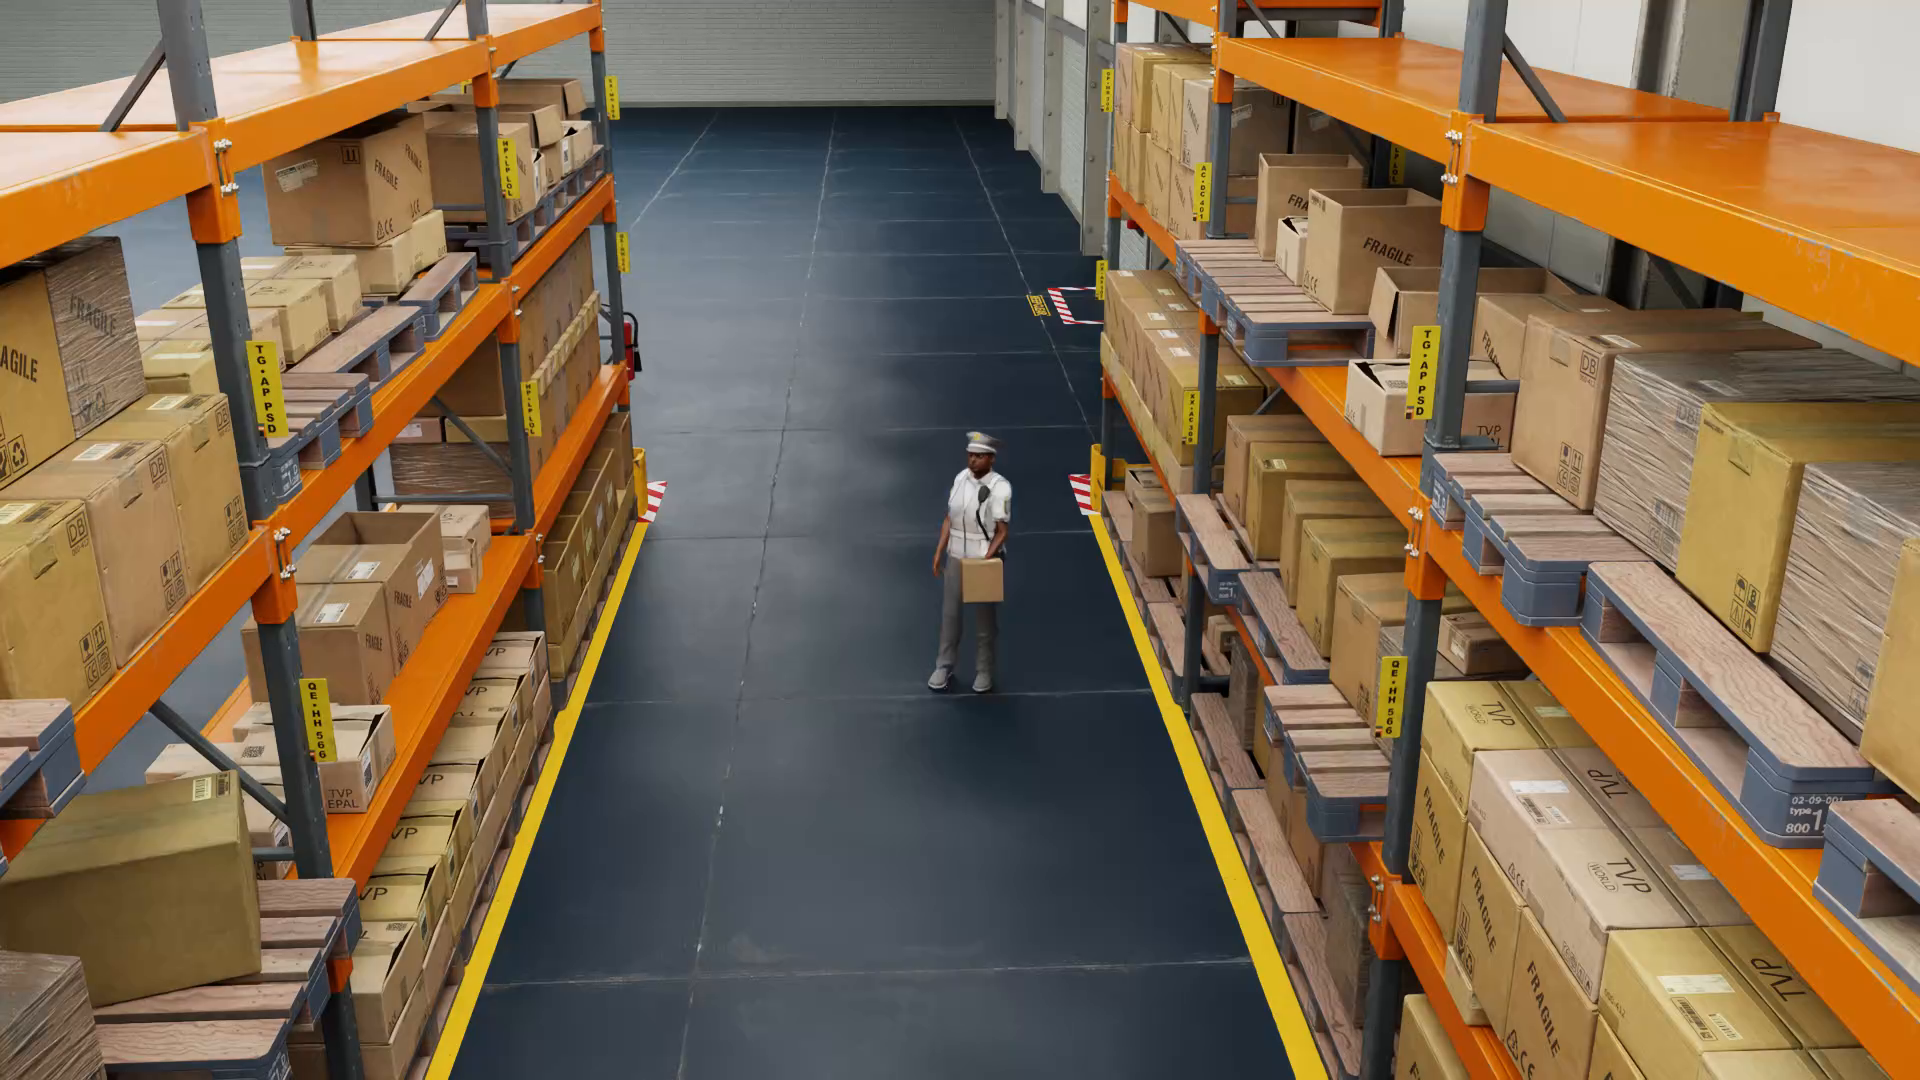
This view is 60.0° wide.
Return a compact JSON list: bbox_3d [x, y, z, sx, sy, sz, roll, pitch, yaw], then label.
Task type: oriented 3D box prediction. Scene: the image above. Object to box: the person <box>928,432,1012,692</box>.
[{"bbox_3d":[0.080,0.136,10.639,0.485,1.701,0.506,12,24,30],"label":"person"}]
